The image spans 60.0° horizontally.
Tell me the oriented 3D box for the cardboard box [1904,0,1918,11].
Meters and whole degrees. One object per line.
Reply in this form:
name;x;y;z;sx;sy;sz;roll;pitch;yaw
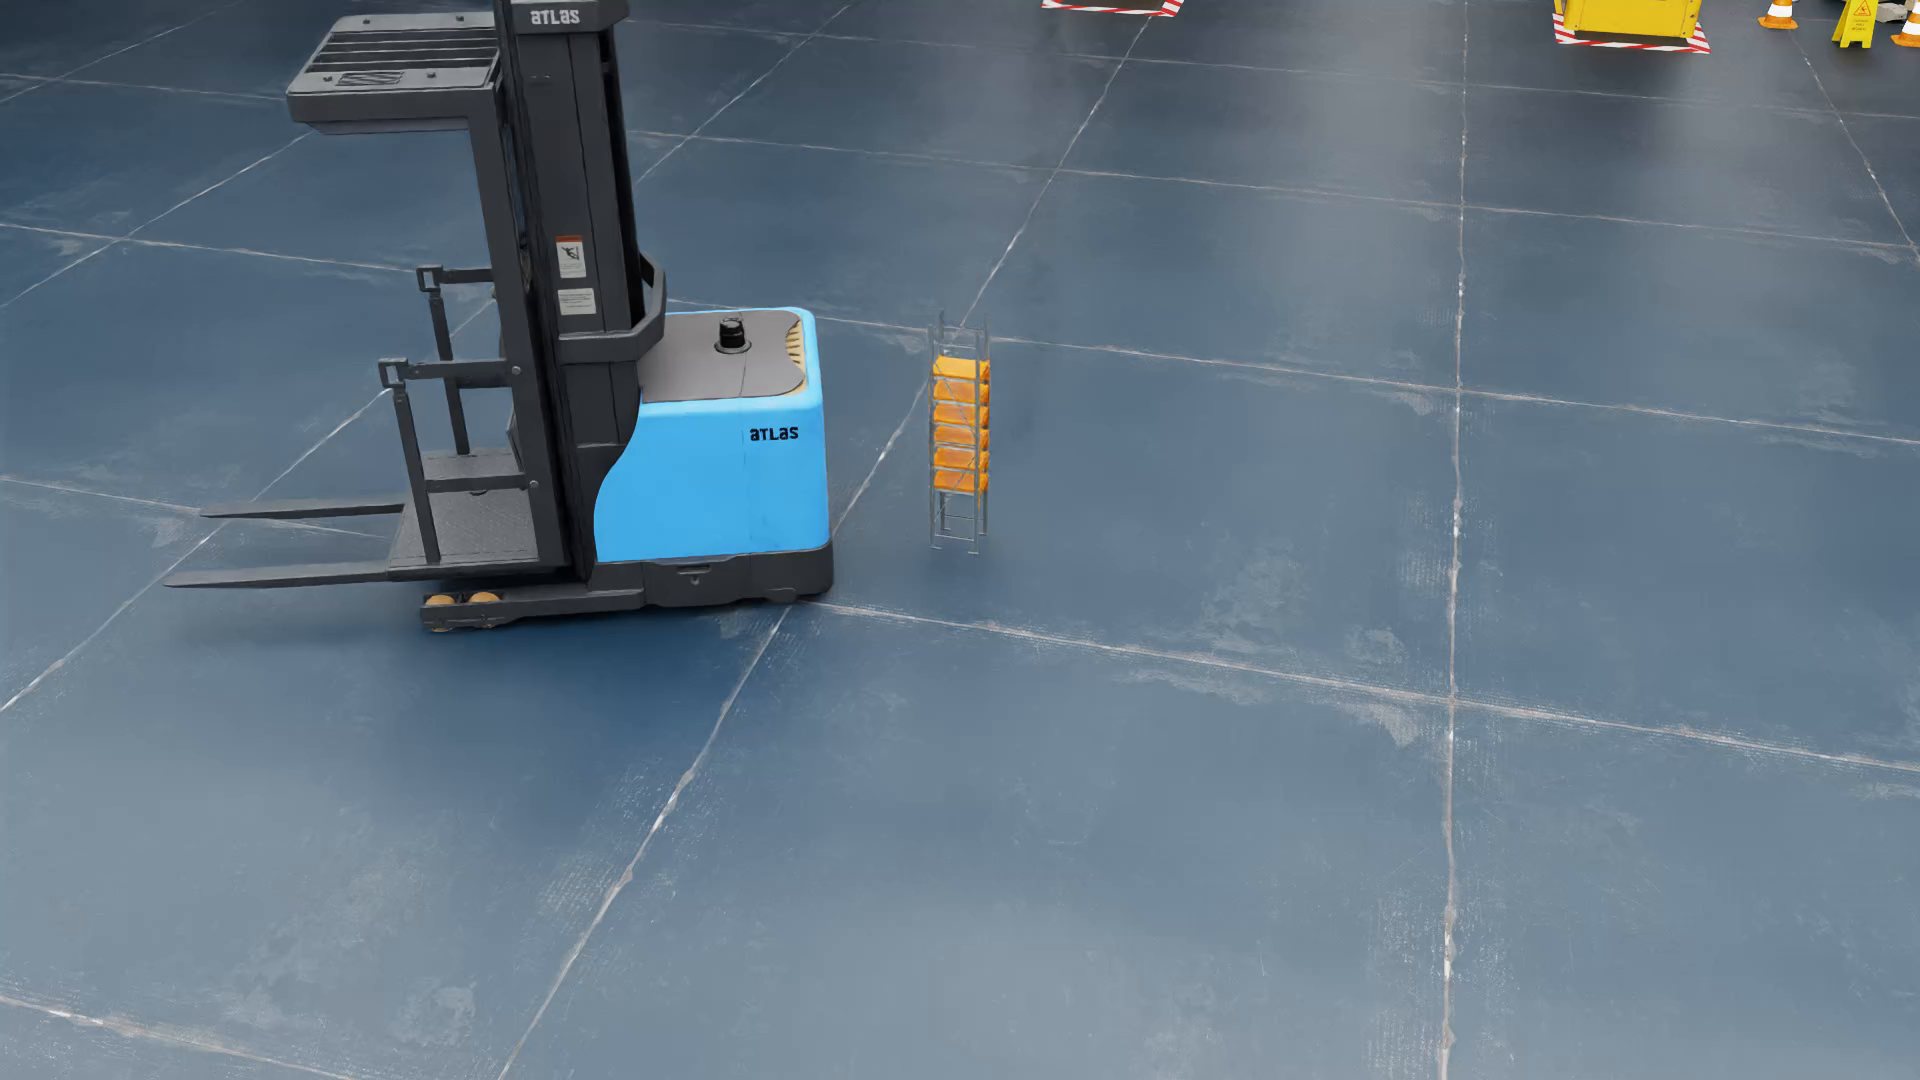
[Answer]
cardboard box;9.606;-5.315;16.471;0.380;0.149;0.250;28;42;36

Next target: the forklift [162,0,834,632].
forklift;-2.144;-1.118;7.277;3.031;2.935;1.130;-4;33;-6

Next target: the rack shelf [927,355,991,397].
rack shelf;-0.004;-0.765;7.747;0.258;0.103;0.180;8;33;12

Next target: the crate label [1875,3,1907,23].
crate label;9.068;-5.145;16.215;0.250;0.136;0.298;-8;33;-13

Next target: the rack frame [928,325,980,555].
rack frame;-0.027;-0.451;7.842;0.240;1.200;0.006;8;33;12

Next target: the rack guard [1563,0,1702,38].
rack guard;6.407;-5.117;15.833;1.175;0.500;0.348;8;33;12

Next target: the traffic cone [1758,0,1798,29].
traffic cone;7.922;-5.196;15.992;0.336;0.463;0.334;8;33;12

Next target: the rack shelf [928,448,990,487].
rack shelf;-0.004;-0.360;8.005;0.258;0.103;0.180;8;33;12

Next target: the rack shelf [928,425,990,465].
rack shelf;-0.004;-0.461;7.940;0.258;0.103;0.180;8;33;12

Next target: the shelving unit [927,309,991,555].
shelving unit;-0.004;-0.499;7.916;0.258;1.200;0.189;8;33;12

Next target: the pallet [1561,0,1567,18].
pallet;6.541;-5.433;16.600;1.003;0.211;1.213;8;33;12

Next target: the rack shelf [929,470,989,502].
rack shelf;-0.004;-0.259;8.069;0.258;0.103;0.180;8;33;12

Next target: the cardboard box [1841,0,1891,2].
cardboard box;9.224;-5.765;16.850;0.797;0.503;0.637;-14;35;-21

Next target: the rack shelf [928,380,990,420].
rack shelf;-0.004;-0.664;7.811;0.258;0.103;0.180;8;33;12

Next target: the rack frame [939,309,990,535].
rack frame;0.020;-0.546;7.991;0.240;1.200;0.006;8;33;12

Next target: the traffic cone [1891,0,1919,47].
traffic cone;8.928;-4.866;15.472;0.336;0.463;0.334;8;33;12

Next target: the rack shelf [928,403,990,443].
rack shelf;-0.004;-0.563;7.876;0.258;0.103;0.180;8;33;12

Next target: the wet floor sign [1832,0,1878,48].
wet floor sign;8.321;-4.906;15.366;0.267;0.644;0.232;3;33;4
